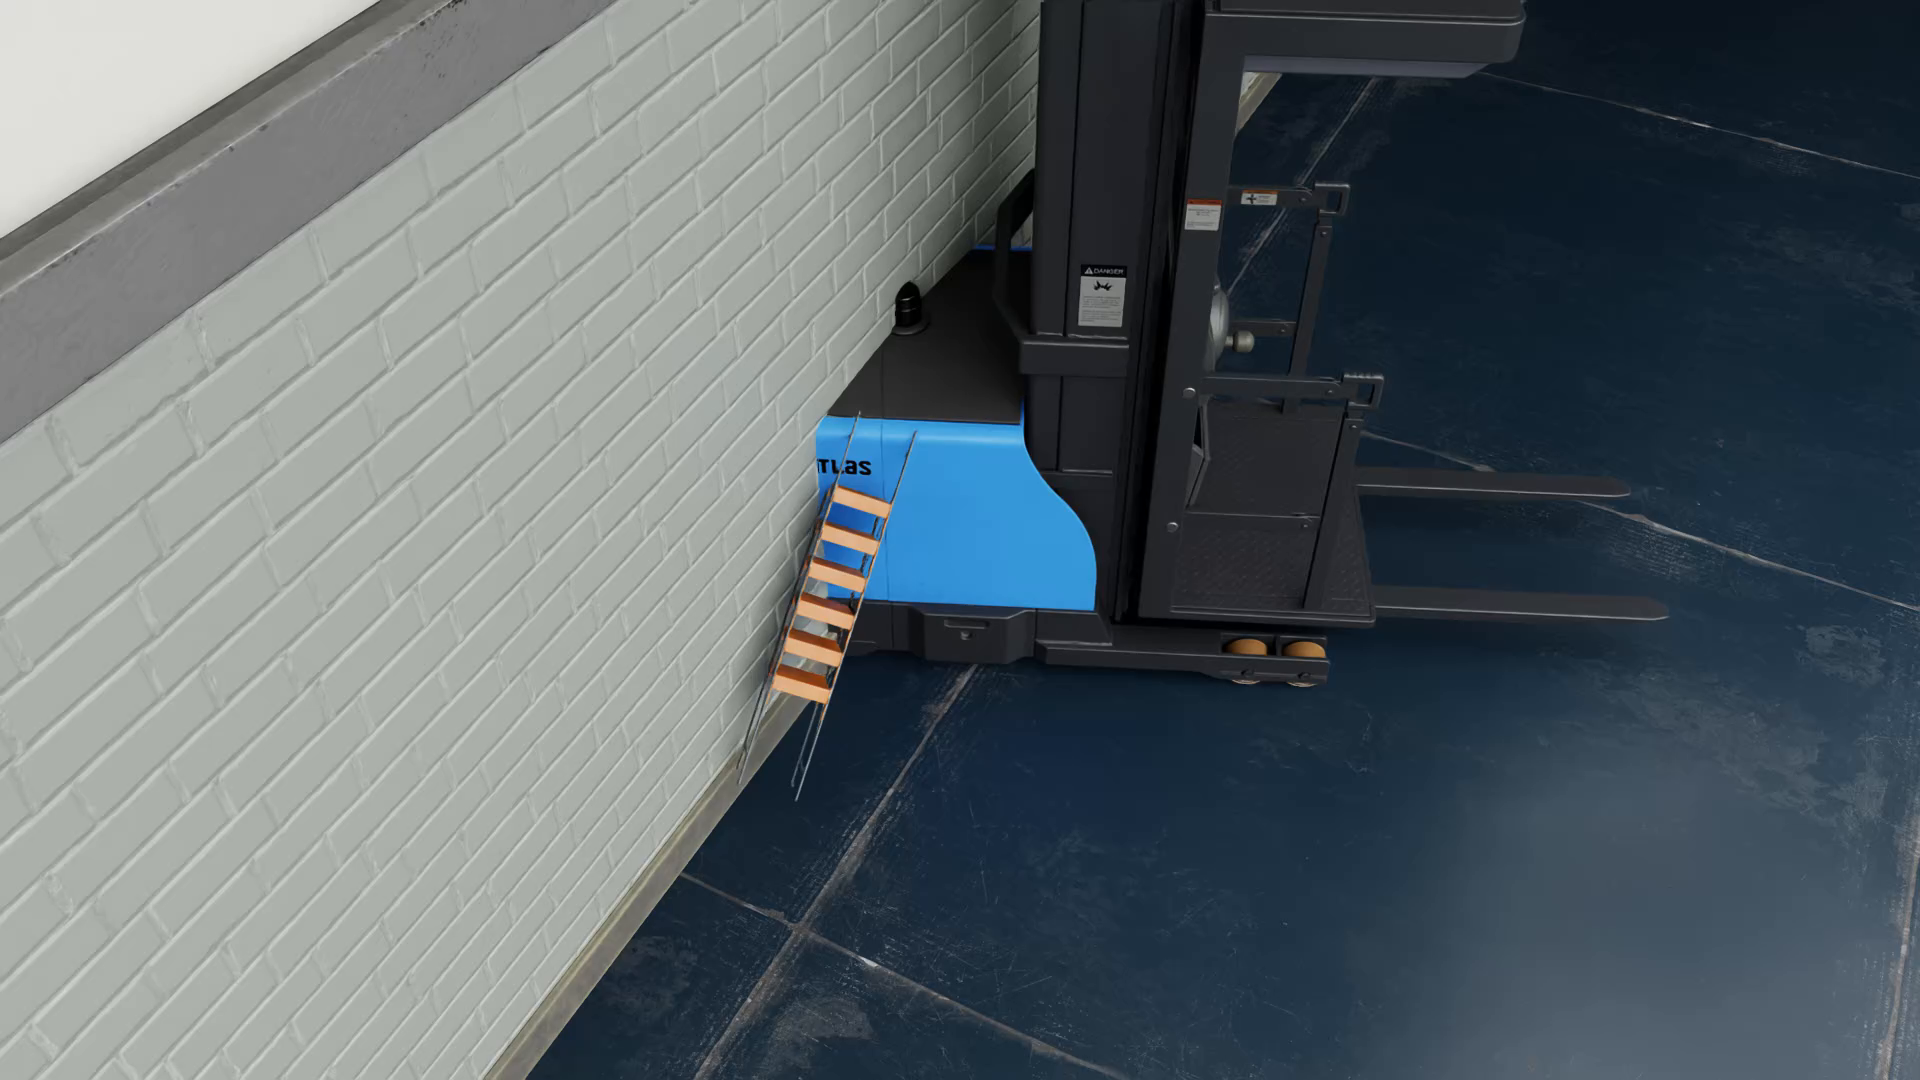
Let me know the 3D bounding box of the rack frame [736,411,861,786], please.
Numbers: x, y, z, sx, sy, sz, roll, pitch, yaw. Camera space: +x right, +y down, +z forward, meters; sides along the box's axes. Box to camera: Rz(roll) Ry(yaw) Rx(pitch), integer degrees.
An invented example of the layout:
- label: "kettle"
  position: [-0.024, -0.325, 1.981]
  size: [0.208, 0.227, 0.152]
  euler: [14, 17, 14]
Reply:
- label: "rack frame"
  position: [-0.508, 0.168, 5.170]
  size: [0.006, 1.200, 0.240]
  euler: [18, 3, -10]

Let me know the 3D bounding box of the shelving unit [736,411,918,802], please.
- label: "shelving unit"
  position: [-0.422, 0.196, 5.186]
  size: [0.189, 1.200, 0.258]
  euler: [18, 3, -10]

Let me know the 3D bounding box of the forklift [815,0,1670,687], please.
- label: "forklift"
  position: [0.934, -0.916, 5.095]
  size: [3.031, 2.935, 1.130]
  euler: [3, 45, 3]

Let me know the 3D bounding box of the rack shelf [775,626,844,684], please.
- label: "rack shelf"
  position: [-0.474, 0.352, 5.194]
  size: [0.180, 0.103, 0.258]
  euler: [18, 3, -10]

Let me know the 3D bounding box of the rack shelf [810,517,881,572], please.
- label: "rack shelf"
  position: [-0.361, 0.010, 5.177]
  size: [0.180, 0.103, 0.258]
  euler: [18, 3, -10]

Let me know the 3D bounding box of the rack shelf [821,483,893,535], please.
- label: "rack shelf"
  position: [-0.324, -0.104, 5.172]
  size: [0.180, 0.103, 0.258]
  euler: [18, 3, -10]

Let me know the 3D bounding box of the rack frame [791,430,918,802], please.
- label: "rack frame"
  position: [-0.336, 0.223, 5.203]
  size: [0.006, 1.200, 0.240]
  euler: [18, 3, -10]

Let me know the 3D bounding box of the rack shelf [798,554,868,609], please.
- label: "rack shelf"
  position: [-0.399, 0.124, 5.183]
  size: [0.180, 0.103, 0.258]
  euler: [18, 3, -10]

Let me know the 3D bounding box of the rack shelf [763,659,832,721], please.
- label: "rack shelf"
  position: [-0.511, 0.466, 5.199]
  size: [0.180, 0.103, 0.258]
  euler: [18, 3, -10]

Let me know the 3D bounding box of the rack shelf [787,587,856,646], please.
- label: "rack shelf"
  position: [-0.436, 0.238, 5.188]
  size: [0.180, 0.103, 0.258]
  euler: [18, 3, -10]
